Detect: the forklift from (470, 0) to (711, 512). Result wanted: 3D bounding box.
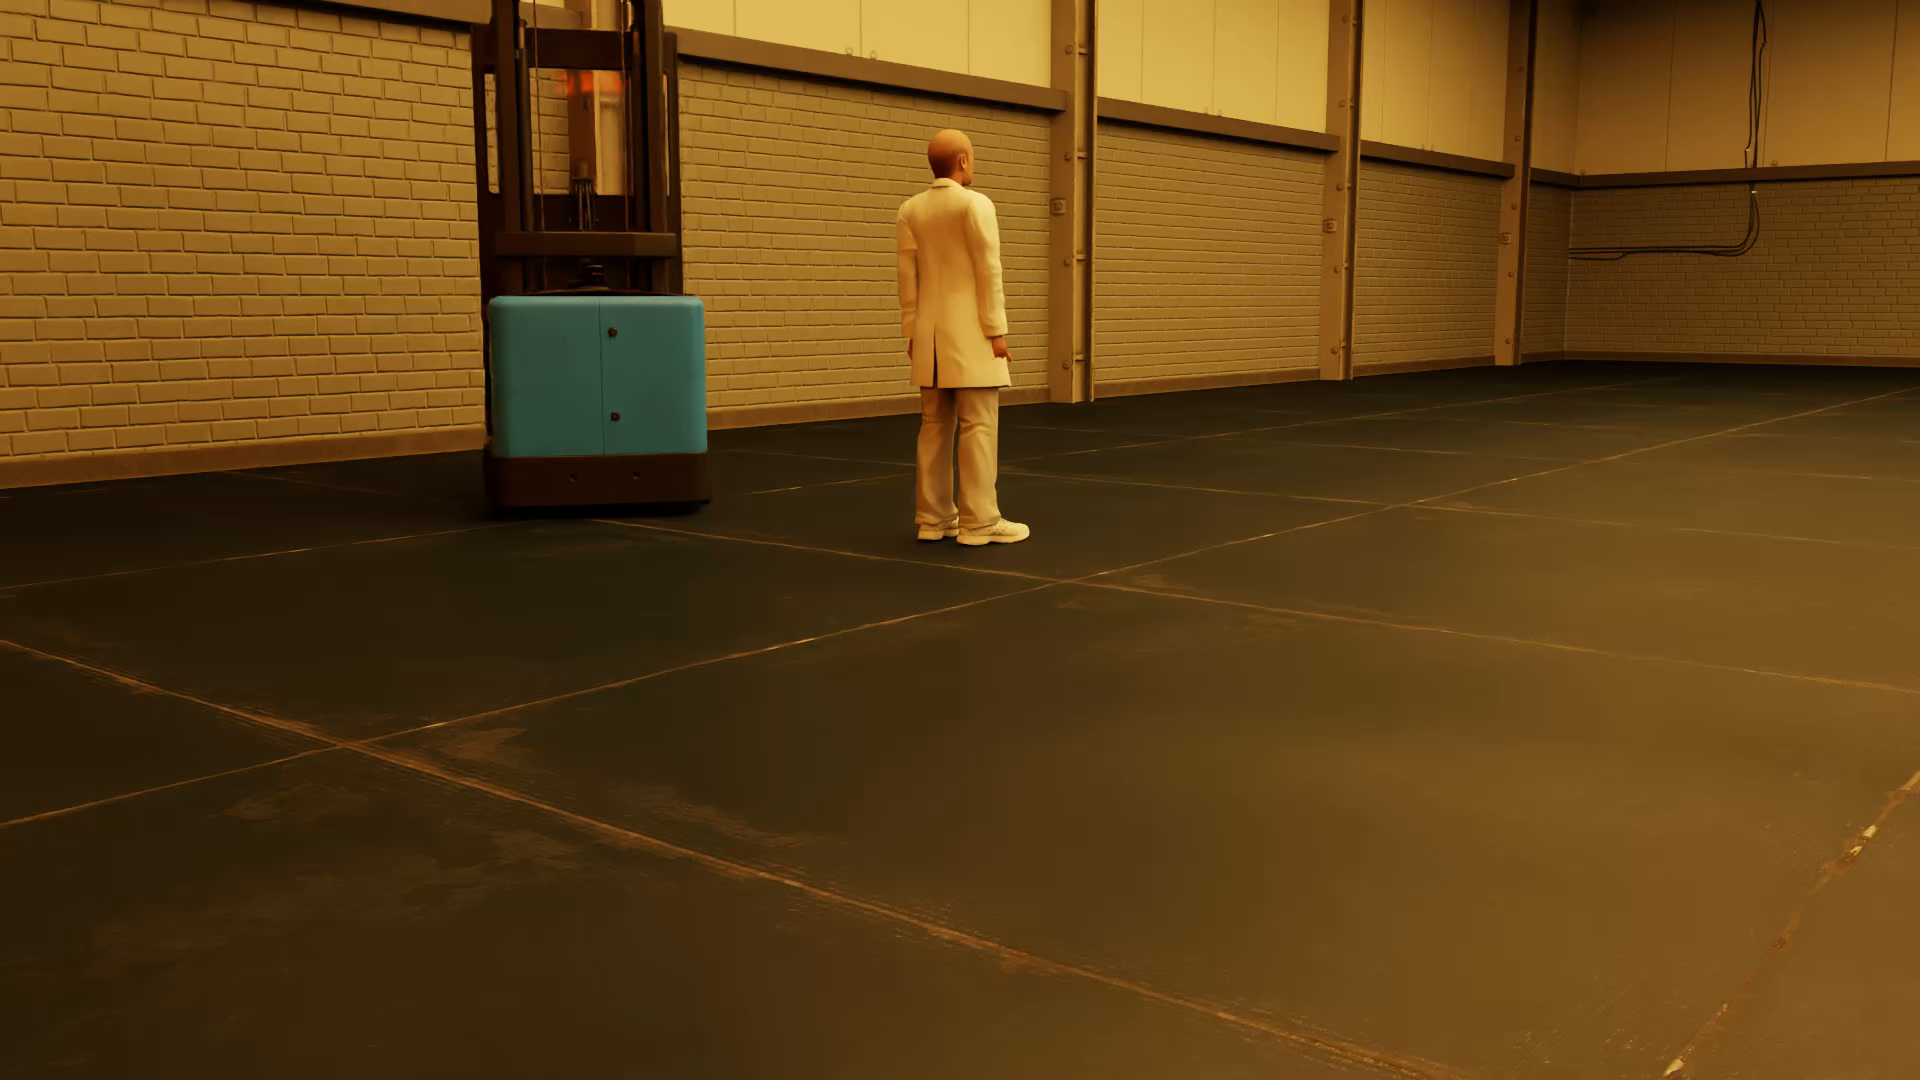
[{"bbox_3d":[-2.143,-1.764,9.334,1.130,2.935,3.031,-2,9,-16],"label":"forklift"}]

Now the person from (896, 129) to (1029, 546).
[{"bbox_3d":[0.004,-0.885,7.298,0.551,1.782,0.389,7,11,38],"label":"person"}]
